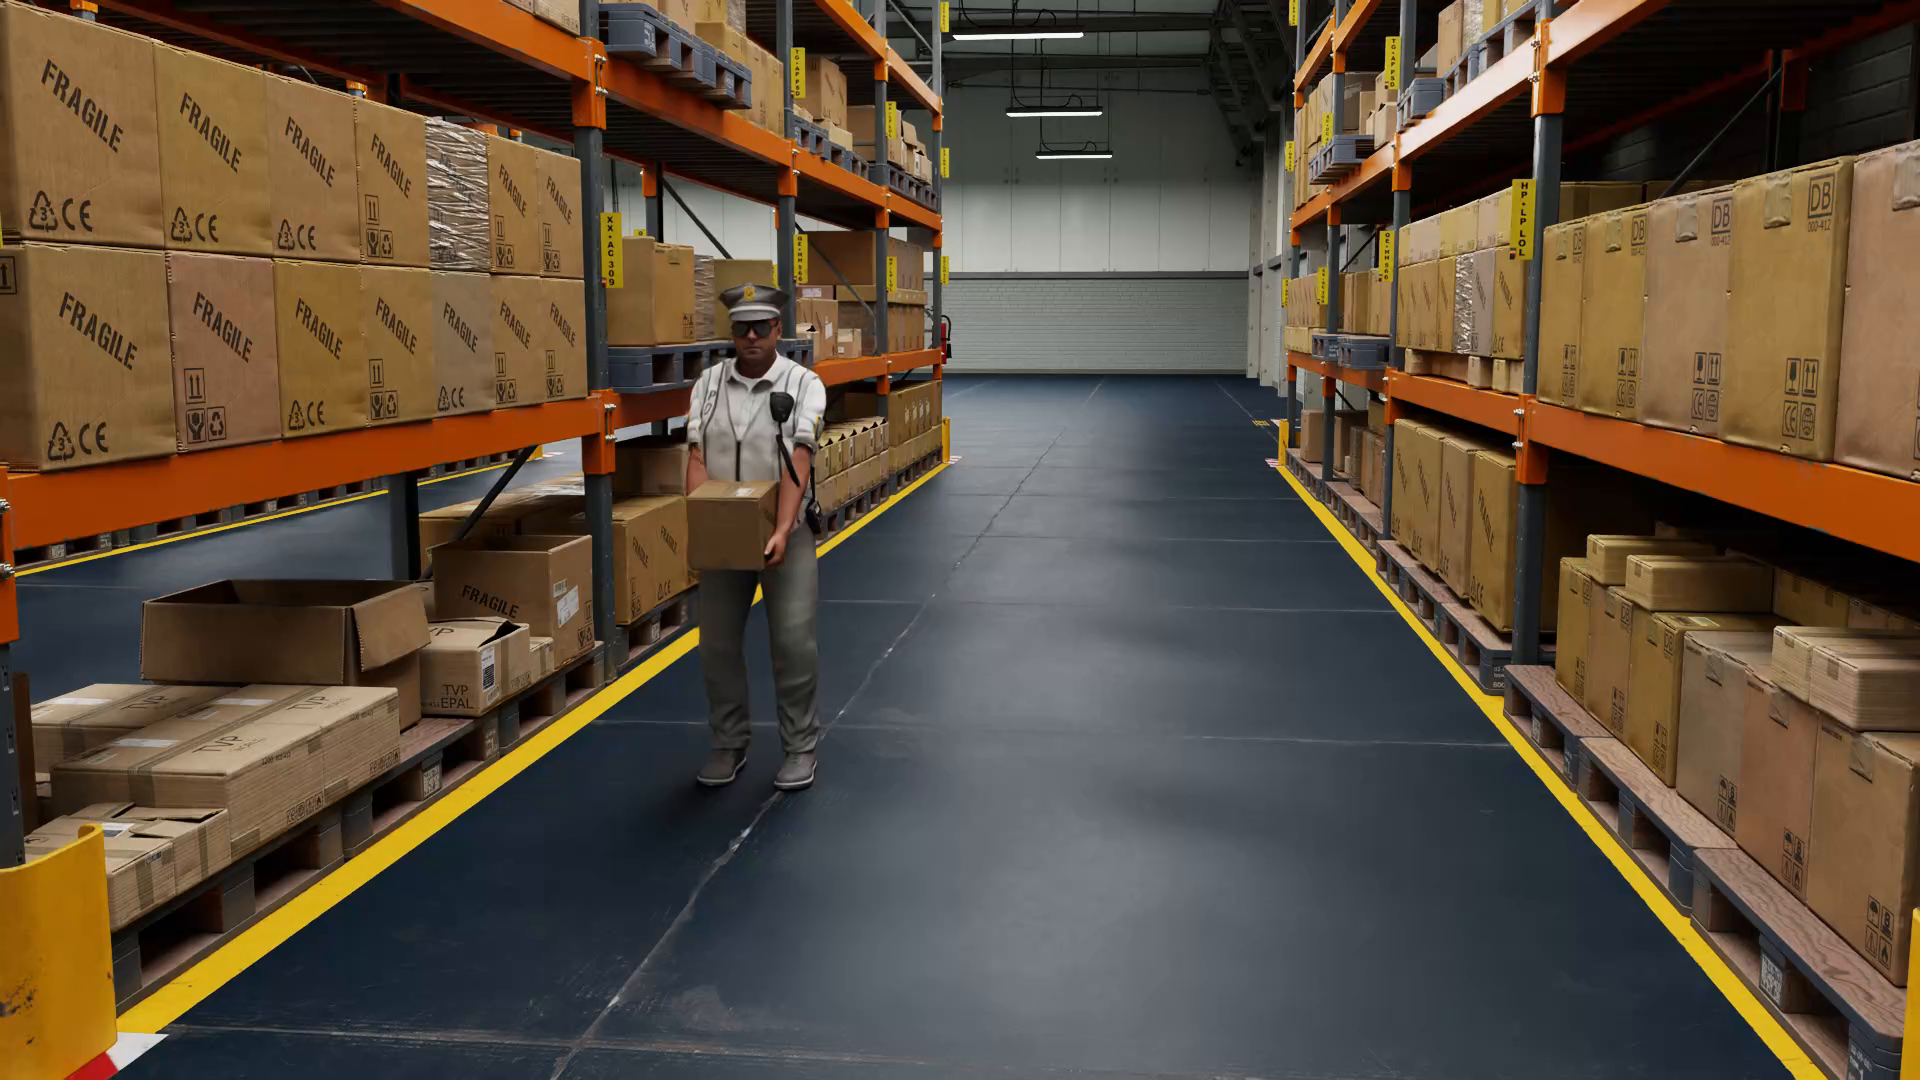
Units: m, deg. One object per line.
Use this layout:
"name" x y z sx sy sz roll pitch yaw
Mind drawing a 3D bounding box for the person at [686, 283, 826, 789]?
"person" -0.715 -0.007 5.817 0.488 1.761 0.583 1 8 8
